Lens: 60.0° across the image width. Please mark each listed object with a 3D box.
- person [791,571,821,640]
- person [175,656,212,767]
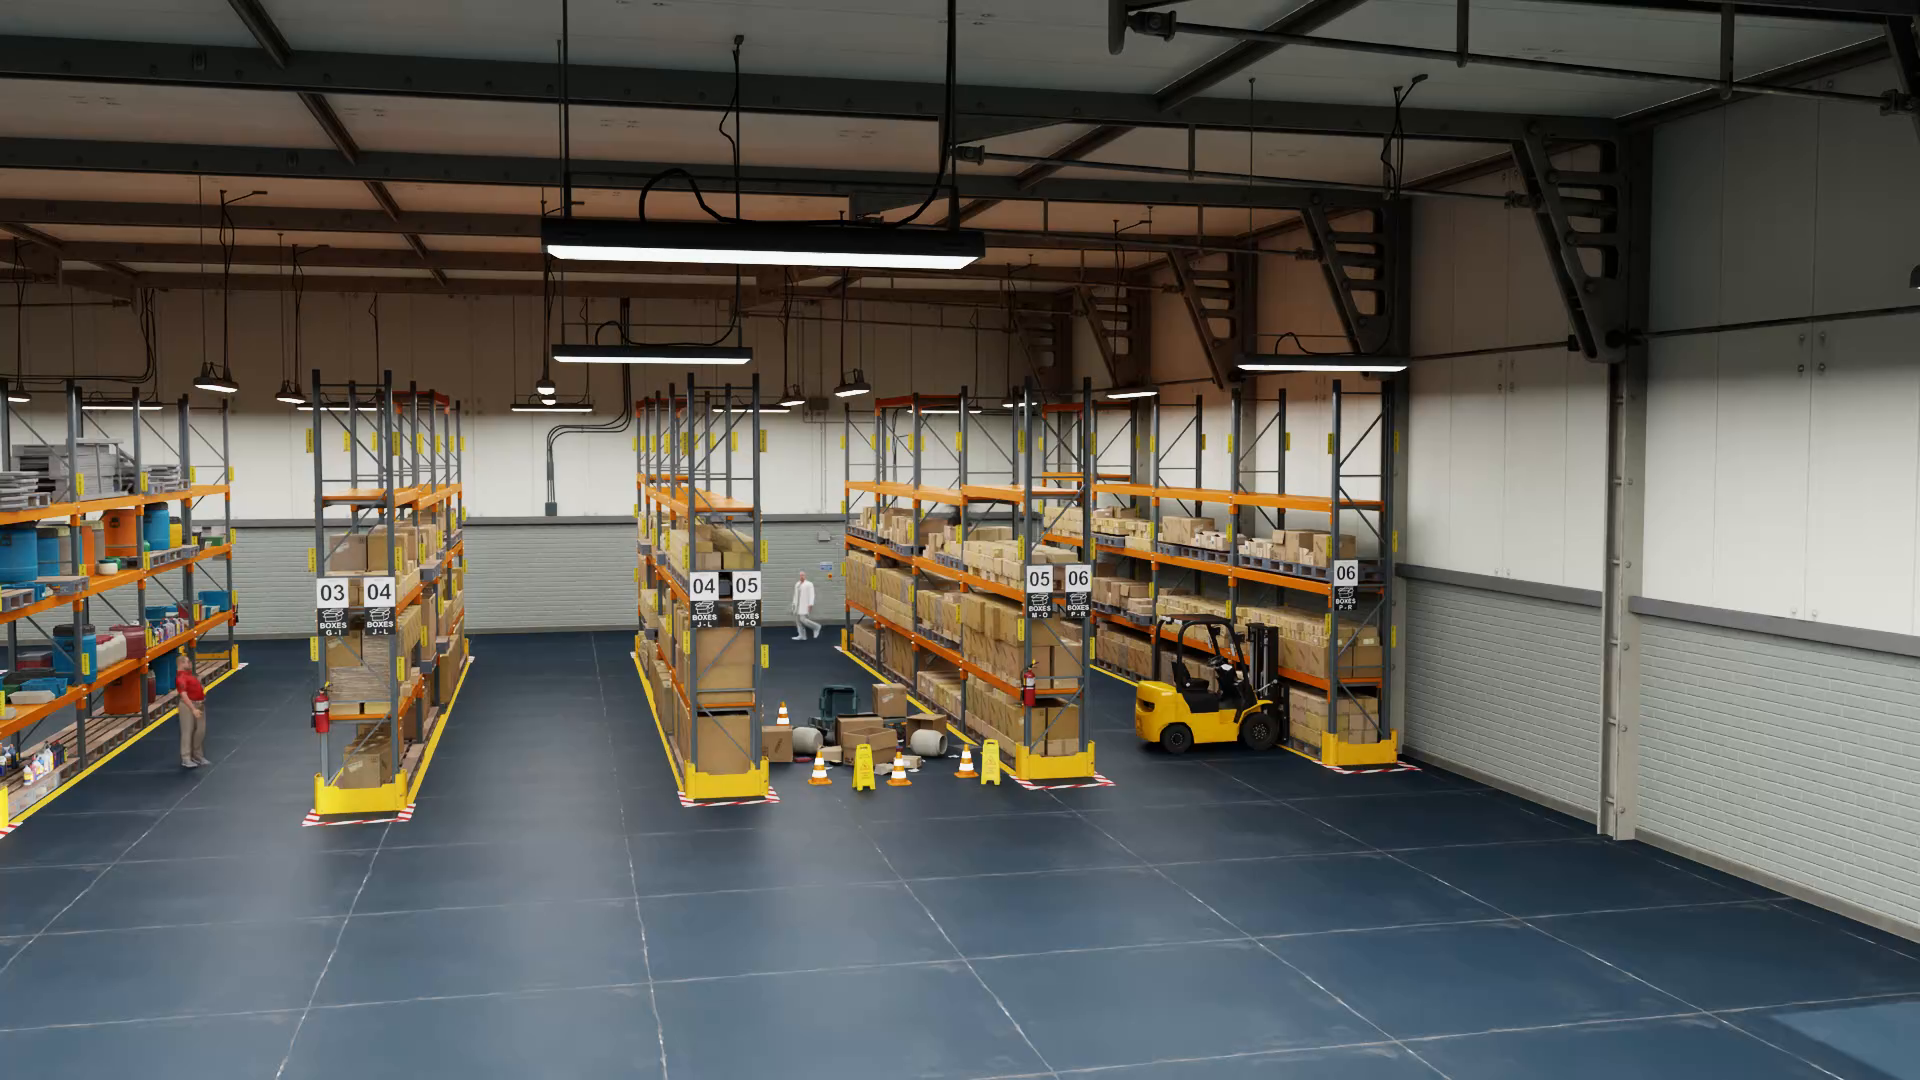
[{"bbox_3d":[-3.918,1.670,42.295,0.673,1.760,0.596,-2,4,-29],"label":"person"},{"bbox_3d":[-11.909,2.671,25.848,0.585,1.761,0.626,1,3,13],"label":"person"}]
